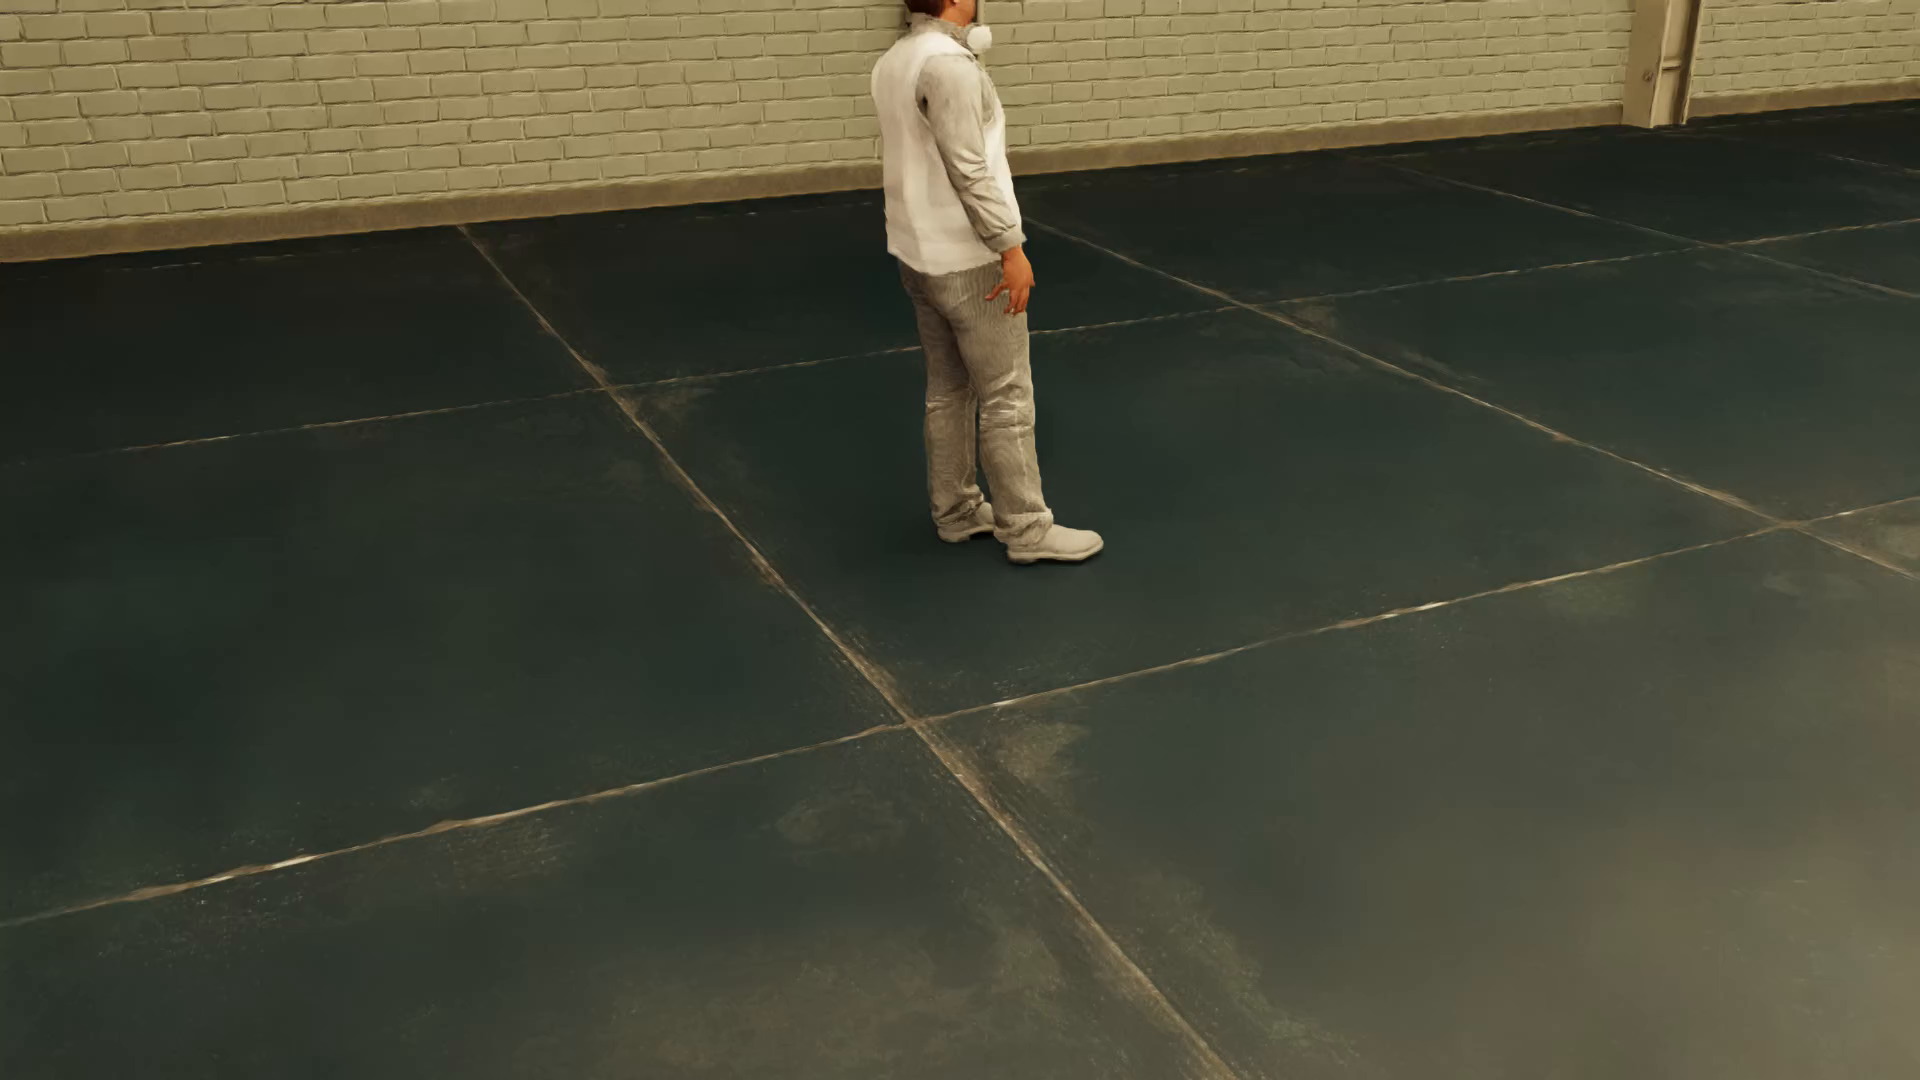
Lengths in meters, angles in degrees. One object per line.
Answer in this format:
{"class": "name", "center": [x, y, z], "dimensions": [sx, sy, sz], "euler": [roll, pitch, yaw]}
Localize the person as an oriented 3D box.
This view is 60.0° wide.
{"class": "person", "center": [0.060, -0.833, 4.781], "dimensions": [0.567, 1.773, 0.632], "euler": [-10, 25, -23]}
